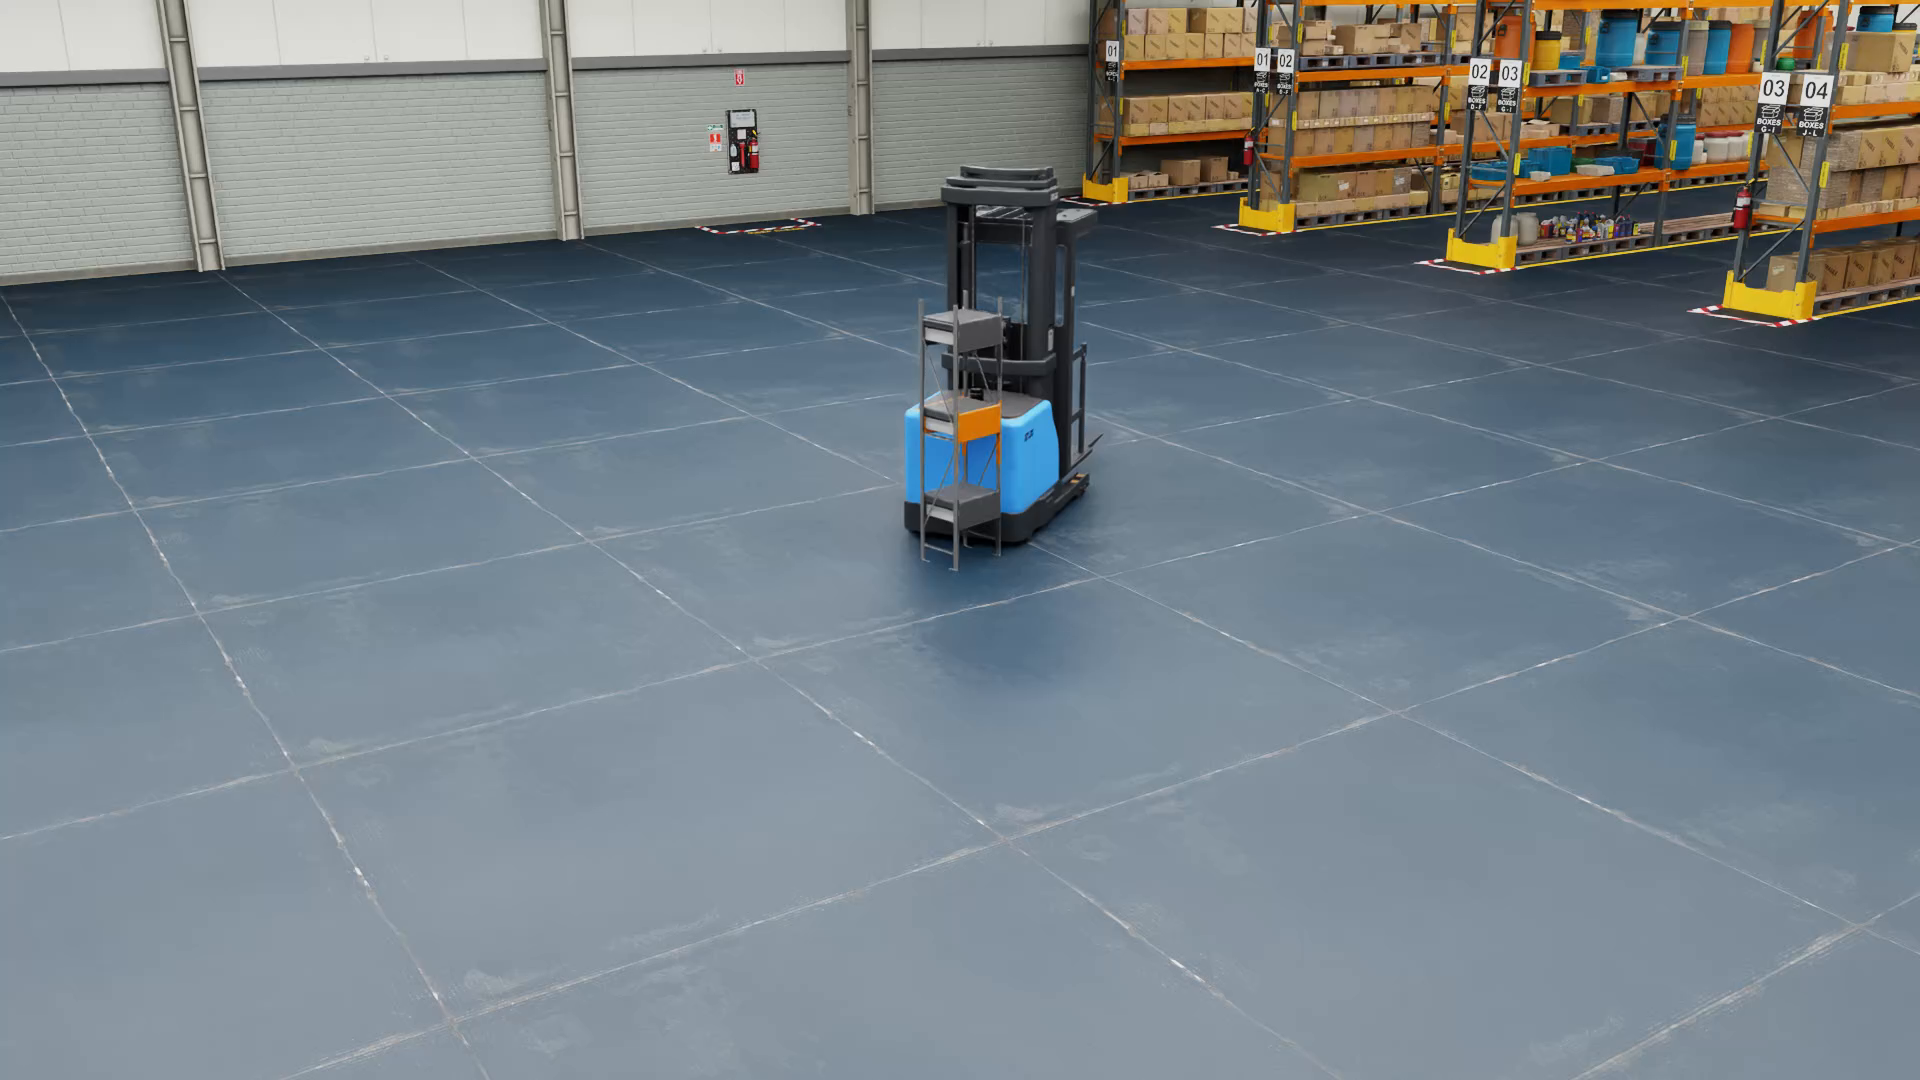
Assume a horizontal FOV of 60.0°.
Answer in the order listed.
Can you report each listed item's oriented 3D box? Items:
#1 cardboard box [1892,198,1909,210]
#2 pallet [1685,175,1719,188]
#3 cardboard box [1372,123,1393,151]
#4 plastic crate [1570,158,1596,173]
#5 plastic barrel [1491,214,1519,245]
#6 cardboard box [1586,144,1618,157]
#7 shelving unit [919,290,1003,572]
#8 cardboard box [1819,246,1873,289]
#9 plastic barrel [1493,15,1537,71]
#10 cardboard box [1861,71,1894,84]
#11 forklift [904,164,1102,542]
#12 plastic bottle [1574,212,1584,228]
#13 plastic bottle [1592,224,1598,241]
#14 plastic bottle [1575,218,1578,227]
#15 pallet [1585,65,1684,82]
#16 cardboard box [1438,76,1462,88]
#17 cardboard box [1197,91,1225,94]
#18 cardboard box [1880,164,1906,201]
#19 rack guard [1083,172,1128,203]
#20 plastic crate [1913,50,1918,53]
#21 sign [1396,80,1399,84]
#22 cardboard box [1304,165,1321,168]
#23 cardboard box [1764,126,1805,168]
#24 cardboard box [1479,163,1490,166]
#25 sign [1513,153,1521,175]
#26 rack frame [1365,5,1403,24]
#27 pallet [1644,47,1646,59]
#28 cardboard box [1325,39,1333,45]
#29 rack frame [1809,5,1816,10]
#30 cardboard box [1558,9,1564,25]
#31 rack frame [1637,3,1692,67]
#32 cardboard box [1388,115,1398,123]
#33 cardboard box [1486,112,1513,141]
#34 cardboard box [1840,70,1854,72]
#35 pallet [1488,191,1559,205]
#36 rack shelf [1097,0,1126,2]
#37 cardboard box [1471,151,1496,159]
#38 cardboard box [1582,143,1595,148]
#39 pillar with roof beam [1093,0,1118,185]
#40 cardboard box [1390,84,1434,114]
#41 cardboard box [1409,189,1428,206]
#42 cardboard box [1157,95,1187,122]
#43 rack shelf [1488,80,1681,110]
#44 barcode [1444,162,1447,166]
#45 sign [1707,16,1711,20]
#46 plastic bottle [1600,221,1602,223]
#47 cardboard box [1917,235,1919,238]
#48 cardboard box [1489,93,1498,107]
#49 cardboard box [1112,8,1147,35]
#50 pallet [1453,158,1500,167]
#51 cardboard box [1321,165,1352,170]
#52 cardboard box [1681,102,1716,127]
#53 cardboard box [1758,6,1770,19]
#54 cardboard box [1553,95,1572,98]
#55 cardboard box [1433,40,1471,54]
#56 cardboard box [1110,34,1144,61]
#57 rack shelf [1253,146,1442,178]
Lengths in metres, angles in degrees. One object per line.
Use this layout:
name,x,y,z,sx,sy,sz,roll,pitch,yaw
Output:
cardboard box,13.209,-4.786,23.609,0.250,0.149,0.380,-12,22,-31
pallet,16.298,-8.140,37.495,1.213,0.211,1.003,-12,22,-31
cardboard box,7.817,-7.717,31.732,0.500,0.500,0.700,-12,22,-31
plastic crate,10.475,-6.342,28.152,0.662,0.188,0.450,-12,22,-31
plastic barrel,8.931,-5.058,27.252,0.421,0.512,0.421,0,19,0
cardboard box,13.932,-8.436,36.059,0.500,0.250,0.500,-12,22,-32
shelving unit,0.005,-0.843,12.959,0.431,2.100,0.503,17,25,41
cardboard box,12.692,-3.917,23.894,0.500,0.500,0.500,-10,21,-26
plastic barrel,8.759,-7.845,26.255,0.708,0.830,0.600,-12,22,-31
cardboard box,12.389,-6.270,22.536,0.250,0.149,0.380,-12,22,-32
forklift,0.531,-1.805,14.509,1.130,2.935,3.031,7,20,20
plastic bottle,10.704,-5.495,28.765,0.185,0.351,0.144,-13,23,-34
plastic bottle,10.648,-5.167,27.919,0.097,0.271,0.097,0,19,0
plastic bottle,10.602,-5.422,28.672,0.097,0.271,0.097,0,19,0
pallet,11.215,-7.784,27.698,1.003,0.211,1.213,-12,22,-31
cardboard box,11.464,-10.800,39.185,0.500,0.250,0.500,-12,22,-33
cardboard box,5.374,-9.433,35.995,0.500,0.500,0.500,-12,22,-32
cardboard box,12.839,-5.136,23.633,0.500,0.500,0.875,-12,22,-31
rack guard,3.038,-7.381,34.796,0.348,0.500,1.175,-12,22,-31
plastic crate,19.030,-9.603,33.043,0.300,0.233,0.416,-12,22,-31
sign,9.962,-10.328,37.927,0.005,0.325,0.100,-12,22,-31
cardboard box,7.773,-8.598,37.709,0.500,0.500,0.700,-12,22,-31
cardboard box,11.471,-5.402,22.857,0.500,0.500,0.500,-12,22,-31
cardboard box,10.923,-7.601,34.305,0.500,0.311,0.500,-13,22,-33
sign,8.722,-5.885,26.036,0.005,0.325,0.100,-12,22,-31
rack frame,9.656,-12.803,37.563,0.127,3.000,1.000,-12,22,-31
pallet,14.276,-10.393,35.414,1.003,0.211,1.213,-12,22,-31
cardboard box,6.519,-9.116,30.701,0.500,0.250,0.500,-12,22,-31
rack frame,19.065,-12.887,37.814,0.127,3.000,1.000,-12,22,-31
cardboard box,14.582,-12.848,40.632,0.500,0.500,0.500,-12,22,-31
rack frame,11.764,-9.448,27.641,0.127,3.000,1.000,-12,22,-31
cardboard box,8.083,-8.002,31.563,0.250,0.149,0.380,-12,22,-32
cardboard box,10.991,-8.384,33.704,0.500,0.500,0.500,-13,23,-34
cardboard box,12.129,-6.401,22.922,0.250,0.149,0.380,-12,22,-31
pallet,11.674,-7.181,34.655,1.213,0.211,1.003,-12,22,-31
rack shelf,4.645,-11.403,34.553,4.000,0.370,1.077,-12,22,-31
cardboard box,12.525,-9.697,40.444,0.750,0.750,0.750,-12,22,-31
cardboard box,15.808,-10.235,42.582,0.500,0.500,0.700,-12,22,-31
pillar with roof beam,5.451,-10.597,31.038,0.400,9.000,9.100,-12,22,-31
cardboard box,8.676,-8.514,32.063,0.500,0.500,0.700,-12,22,-31
cardboard box,8.776,-6.688,32.481,0.500,0.250,0.500,-12,22,-31
cardboard box,4.392,-9.023,34.782,0.500,0.500,0.500,-13,22,-33
rack shelf,10.093,-7.334,27.195,4.000,0.370,1.077,-12,22,-31
barcode,9.485,-7.344,32.502,0.075,0.075,0.001,-12,22,-31
sign,16.032,-11.046,35.627,0.005,0.325,0.100,-12,22,-31
plastic bottle,10.877,-5.269,28.202,0.133,0.283,0.061,-12,22,-31
cardboard box,15.013,-4.408,25.316,0.500,0.500,0.700,-14,23,-36
cardboard box,12.750,-10.714,40.101,0.500,0.500,0.500,-12,22,-32
cardboard box,3.430,-10.506,33.705,0.500,0.500,0.500,-14,23,-35
pallet,12.394,-9.188,40.593,1.213,0.211,1.003,-12,22,-31
cardboard box,7.232,-6.921,31.999,0.500,0.500,0.500,-12,22,-31
cardboard box,16.300,-9.405,36.725,0.500,0.500,0.500,-11,22,-30
cardboard box,17.822,-11.710,37.299,0.500,0.500,0.700,-12,22,-31
cardboard box,14.674,-11.156,41.593,0.700,0.700,0.980,-13,23,-34
cardboard box,9.563,-9.587,32.313,0.500,0.250,0.500,-9,21,-26
cardboard box,3.391,-10.021,33.833,0.500,0.500,0.500,-11,22,-30
rack shelf,7.372,-7.239,31.596,4.000,0.370,1.077,-12,22,-31
